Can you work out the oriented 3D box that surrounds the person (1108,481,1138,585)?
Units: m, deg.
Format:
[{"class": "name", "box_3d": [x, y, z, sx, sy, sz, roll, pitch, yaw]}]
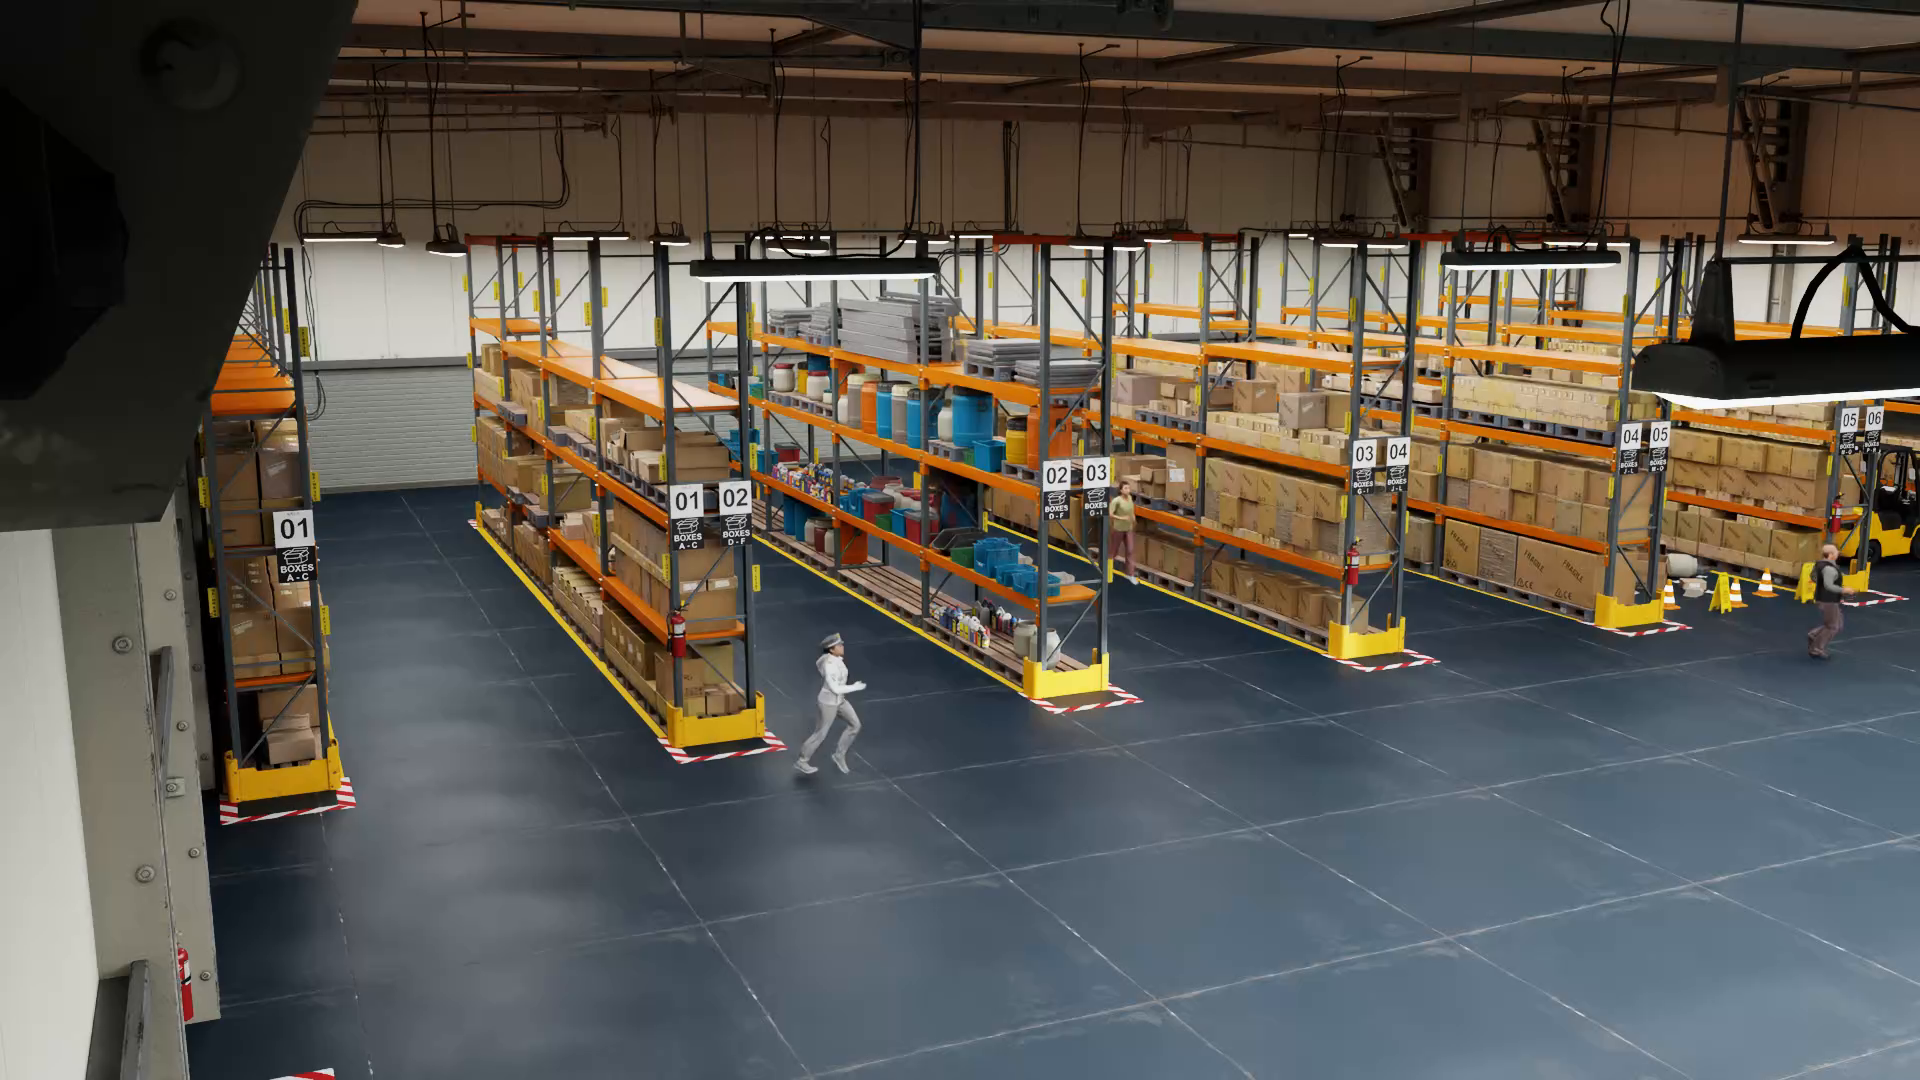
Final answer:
[{"class": "person", "box_3d": [2.734, -0.149, 27.937, 0.592, 1.707, 0.807, -6, 13, -29]}]

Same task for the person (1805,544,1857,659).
[{"class": "person", "box_3d": [12.633, 0.889, 24.100, 0.583, 1.675, 0.651, 4, 12, 18]}]

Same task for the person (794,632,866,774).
[{"class": "person", "box_3d": [-1.472, 1.872, 19.040, 0.842, 1.695, 0.626, 2, 11, 8]}]
